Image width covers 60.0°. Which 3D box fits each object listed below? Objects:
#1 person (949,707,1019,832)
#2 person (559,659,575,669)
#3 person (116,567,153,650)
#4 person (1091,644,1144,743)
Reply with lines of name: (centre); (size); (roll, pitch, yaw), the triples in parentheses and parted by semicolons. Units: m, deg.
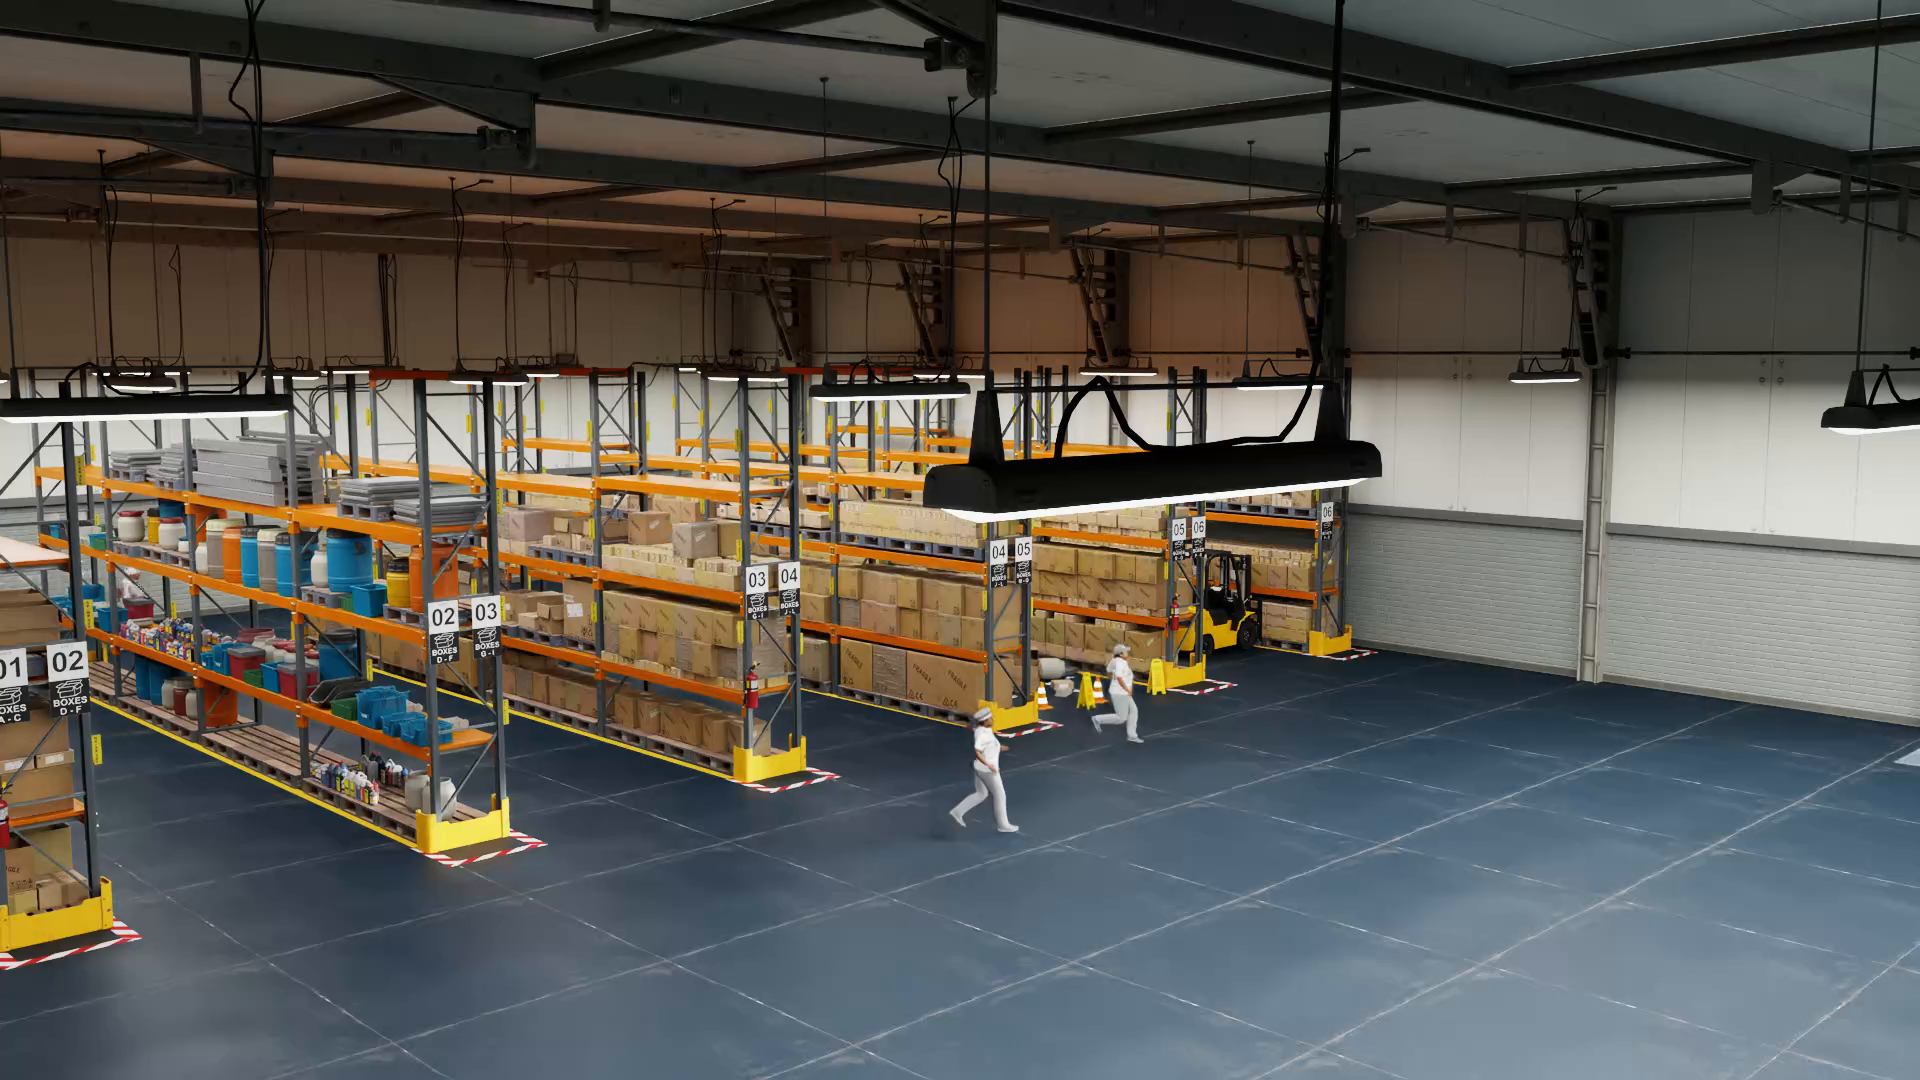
person: (0.325, 3.019, 21.840); (0.919, 1.673, 0.583); (-2, 7, -14)
person: (-7.755, 1.878, 32.483); (0.557, 1.598, 0.930); (-5, 8, -40)
person: (-17.543, 1.481, 35.200); (0.859, 1.830, 0.632); (-4, 8, -33)
person: (2.567, 2.508, 26.976); (0.891, 1.649, 0.595); (0, 6, -1)
